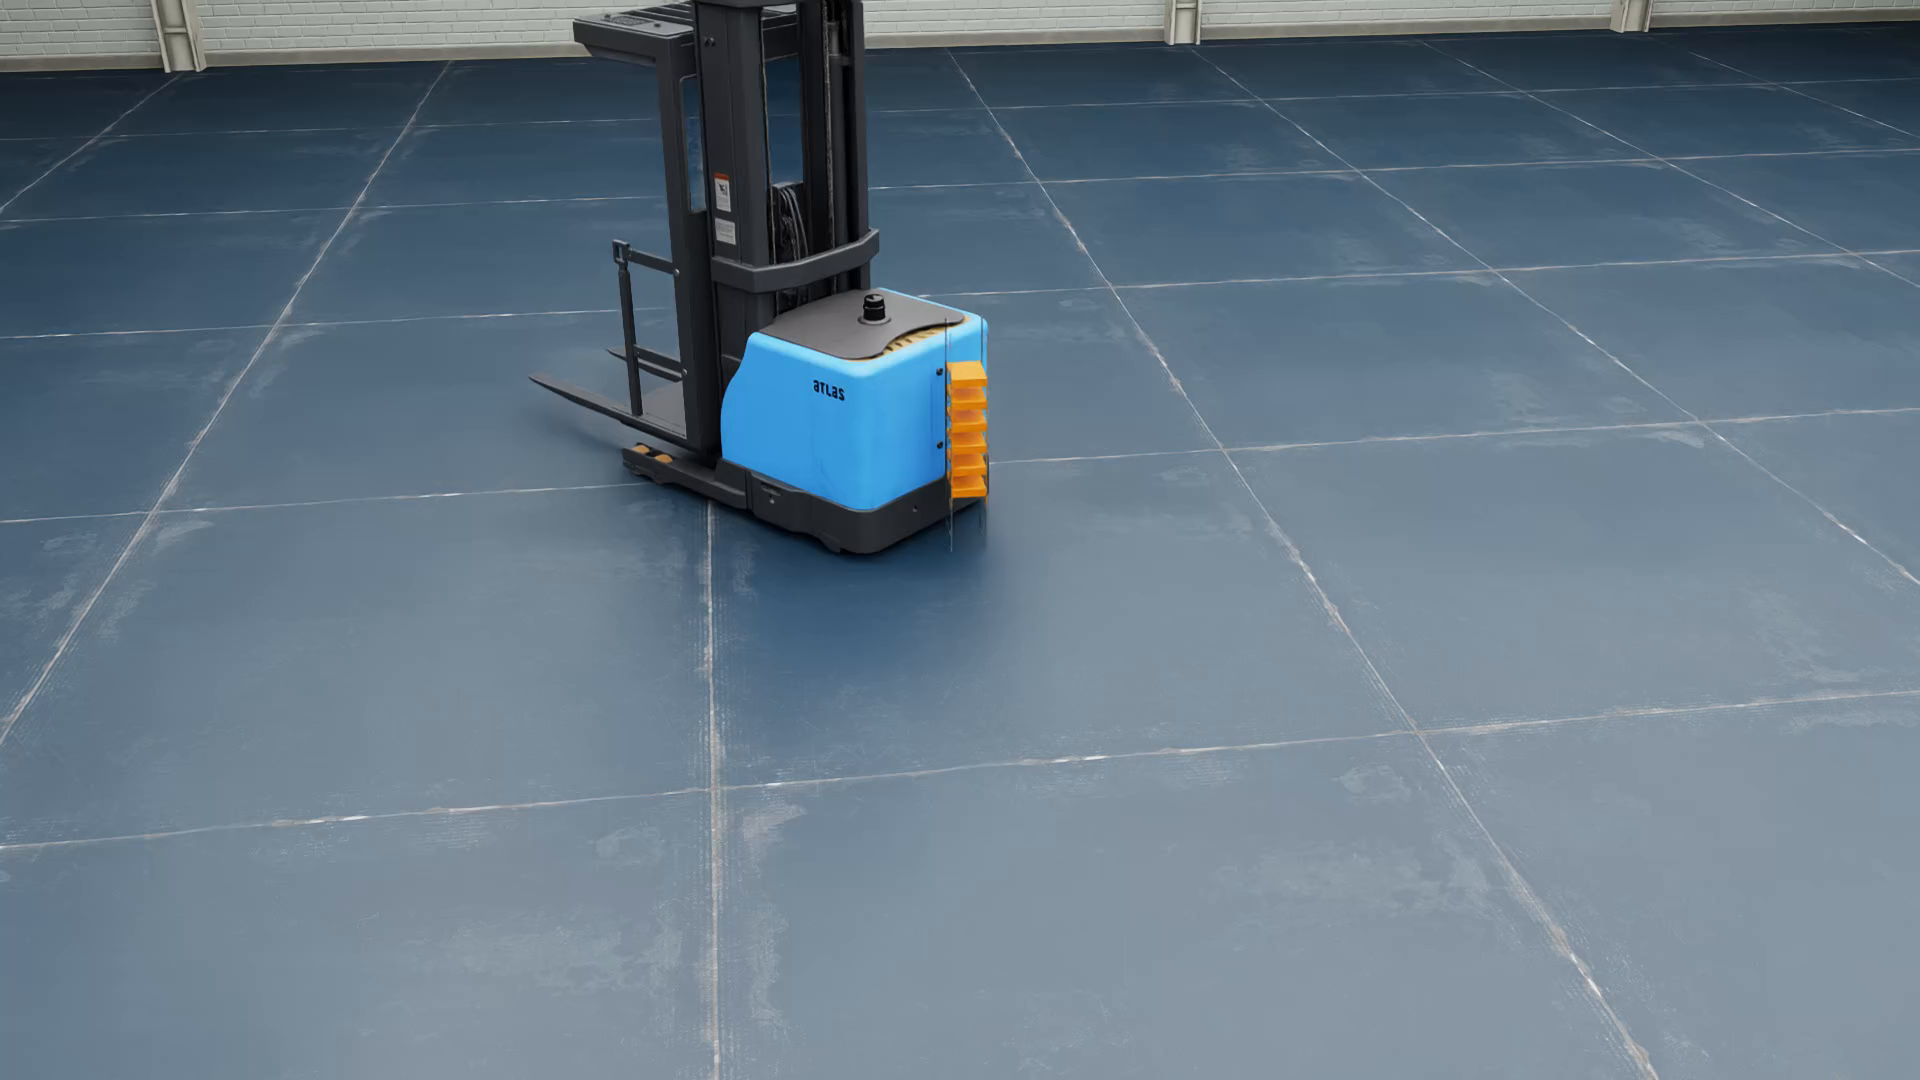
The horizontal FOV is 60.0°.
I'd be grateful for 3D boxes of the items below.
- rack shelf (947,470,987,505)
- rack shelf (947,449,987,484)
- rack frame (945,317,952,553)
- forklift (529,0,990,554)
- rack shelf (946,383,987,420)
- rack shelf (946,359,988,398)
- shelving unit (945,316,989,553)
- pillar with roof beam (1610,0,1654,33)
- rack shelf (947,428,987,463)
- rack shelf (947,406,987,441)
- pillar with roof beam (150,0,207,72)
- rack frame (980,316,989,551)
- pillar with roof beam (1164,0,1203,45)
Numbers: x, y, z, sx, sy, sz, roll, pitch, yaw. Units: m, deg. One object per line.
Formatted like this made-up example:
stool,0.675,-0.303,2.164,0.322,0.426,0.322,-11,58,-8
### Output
rack shelf,0.032,-0.274,8.593,0.180,0.103,0.258,-3,27,-6
rack shelf,0.032,-0.381,8.538,0.180,0.103,0.258,-3,27,-6
rack frame,-0.059,-0.522,8.453,0.006,1.200,0.240,-3,27,-6
forklift,-1.287,-1.780,9.008,3.031,2.935,1.130,21,34,35
rack shelf,0.032,-0.701,8.374,0.180,0.103,0.258,-3,27,-6
rack shelf,0.032,-0.808,8.319,0.180,0.103,0.258,-3,27,-6
shelving unit,0.032,-0.527,8.463,0.189,1.200,0.258,-3,27,-6
pillar with roof beam,9.342,-8.729,15.905,0.400,9.000,9.100,-4,27,-7
rack shelf,0.032,-0.488,8.483,0.180,0.103,0.258,-3,27,-6
rack shelf,0.032,-0.594,8.429,0.180,0.103,0.258,-3,27,-6
pillar with roof beam,-8.482,-7.584,13.674,0.400,9.000,9.100,-4,27,-7
rack frame,0.123,-0.532,8.473,0.006,1.200,0.240,-3,27,-6
pillar with roof beam,3.401,-8.348,15.161,0.400,9.000,9.100,-4,27,-7
